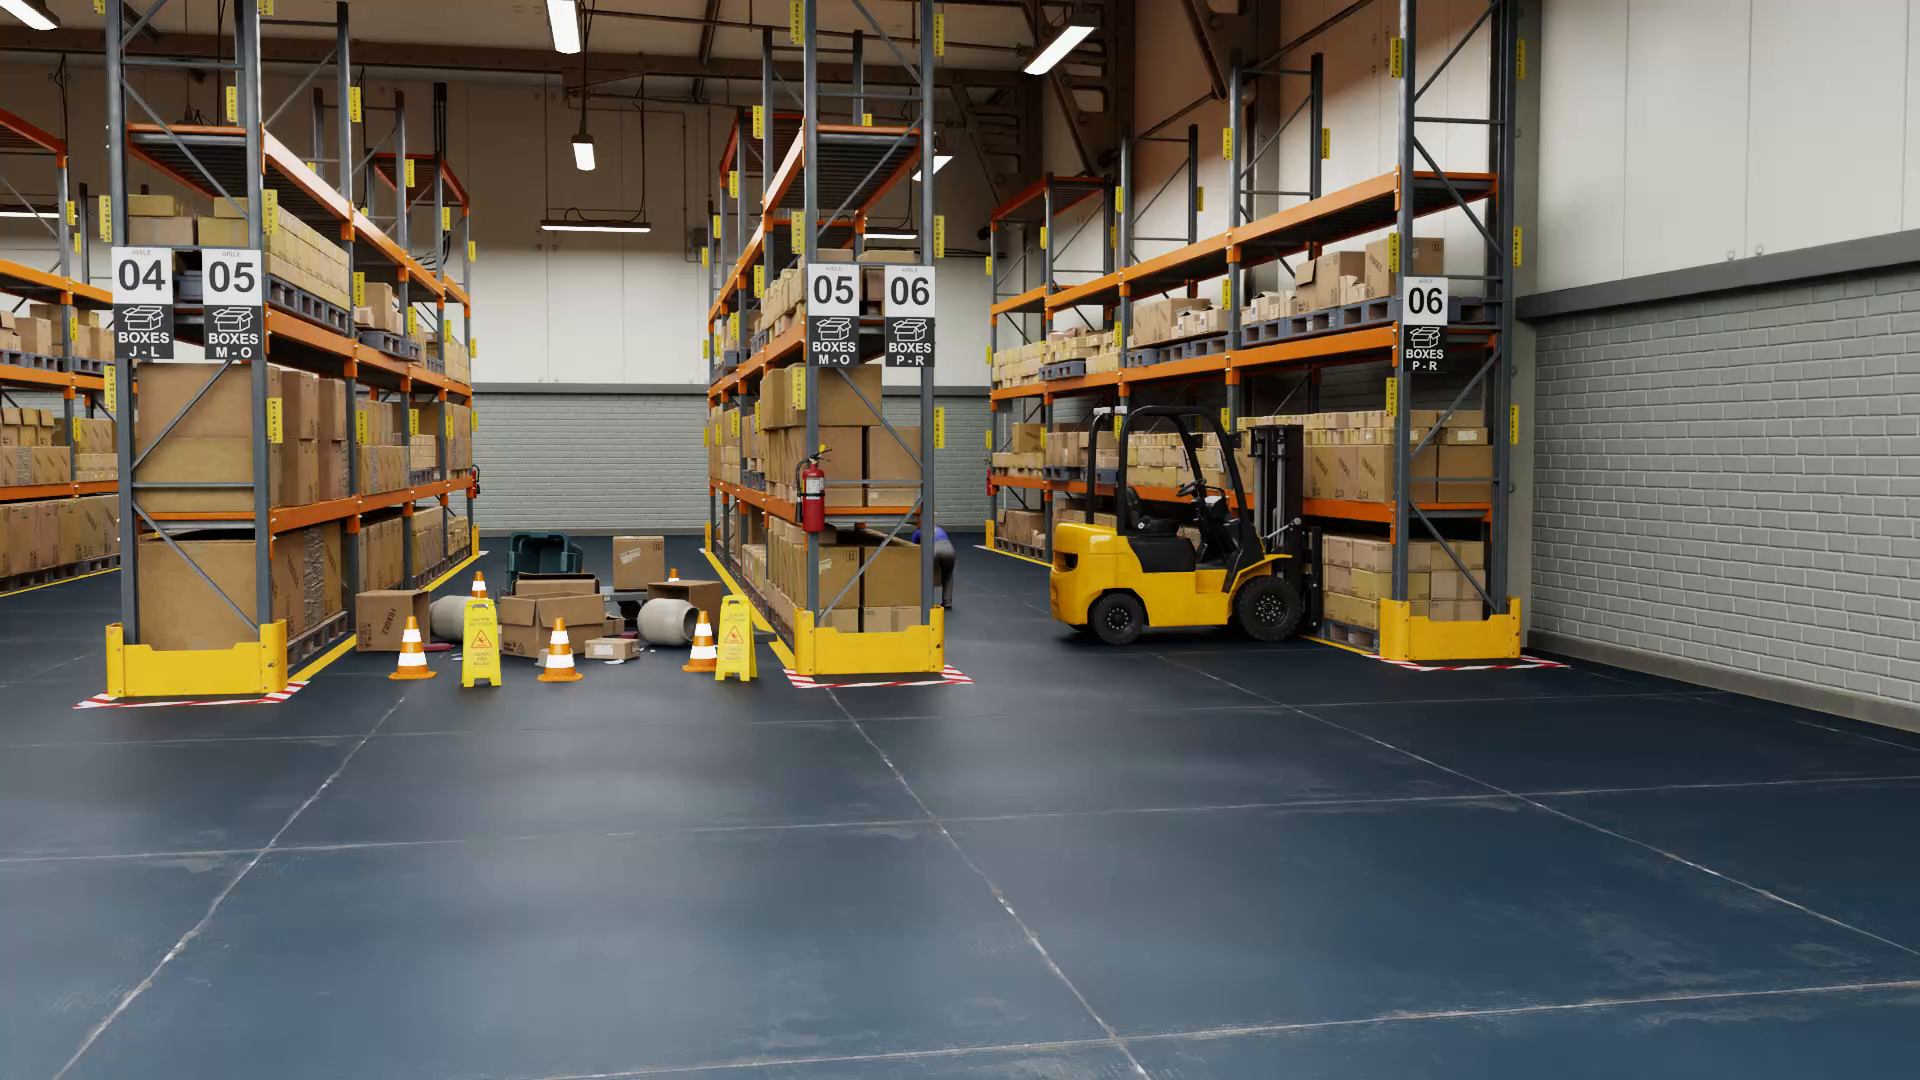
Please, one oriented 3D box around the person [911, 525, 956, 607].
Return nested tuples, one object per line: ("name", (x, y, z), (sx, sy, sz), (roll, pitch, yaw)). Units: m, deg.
("person", (-0.313, 0.279, 18.692), (0.472, 0.944, 0.865), (-1, 3, -14))
